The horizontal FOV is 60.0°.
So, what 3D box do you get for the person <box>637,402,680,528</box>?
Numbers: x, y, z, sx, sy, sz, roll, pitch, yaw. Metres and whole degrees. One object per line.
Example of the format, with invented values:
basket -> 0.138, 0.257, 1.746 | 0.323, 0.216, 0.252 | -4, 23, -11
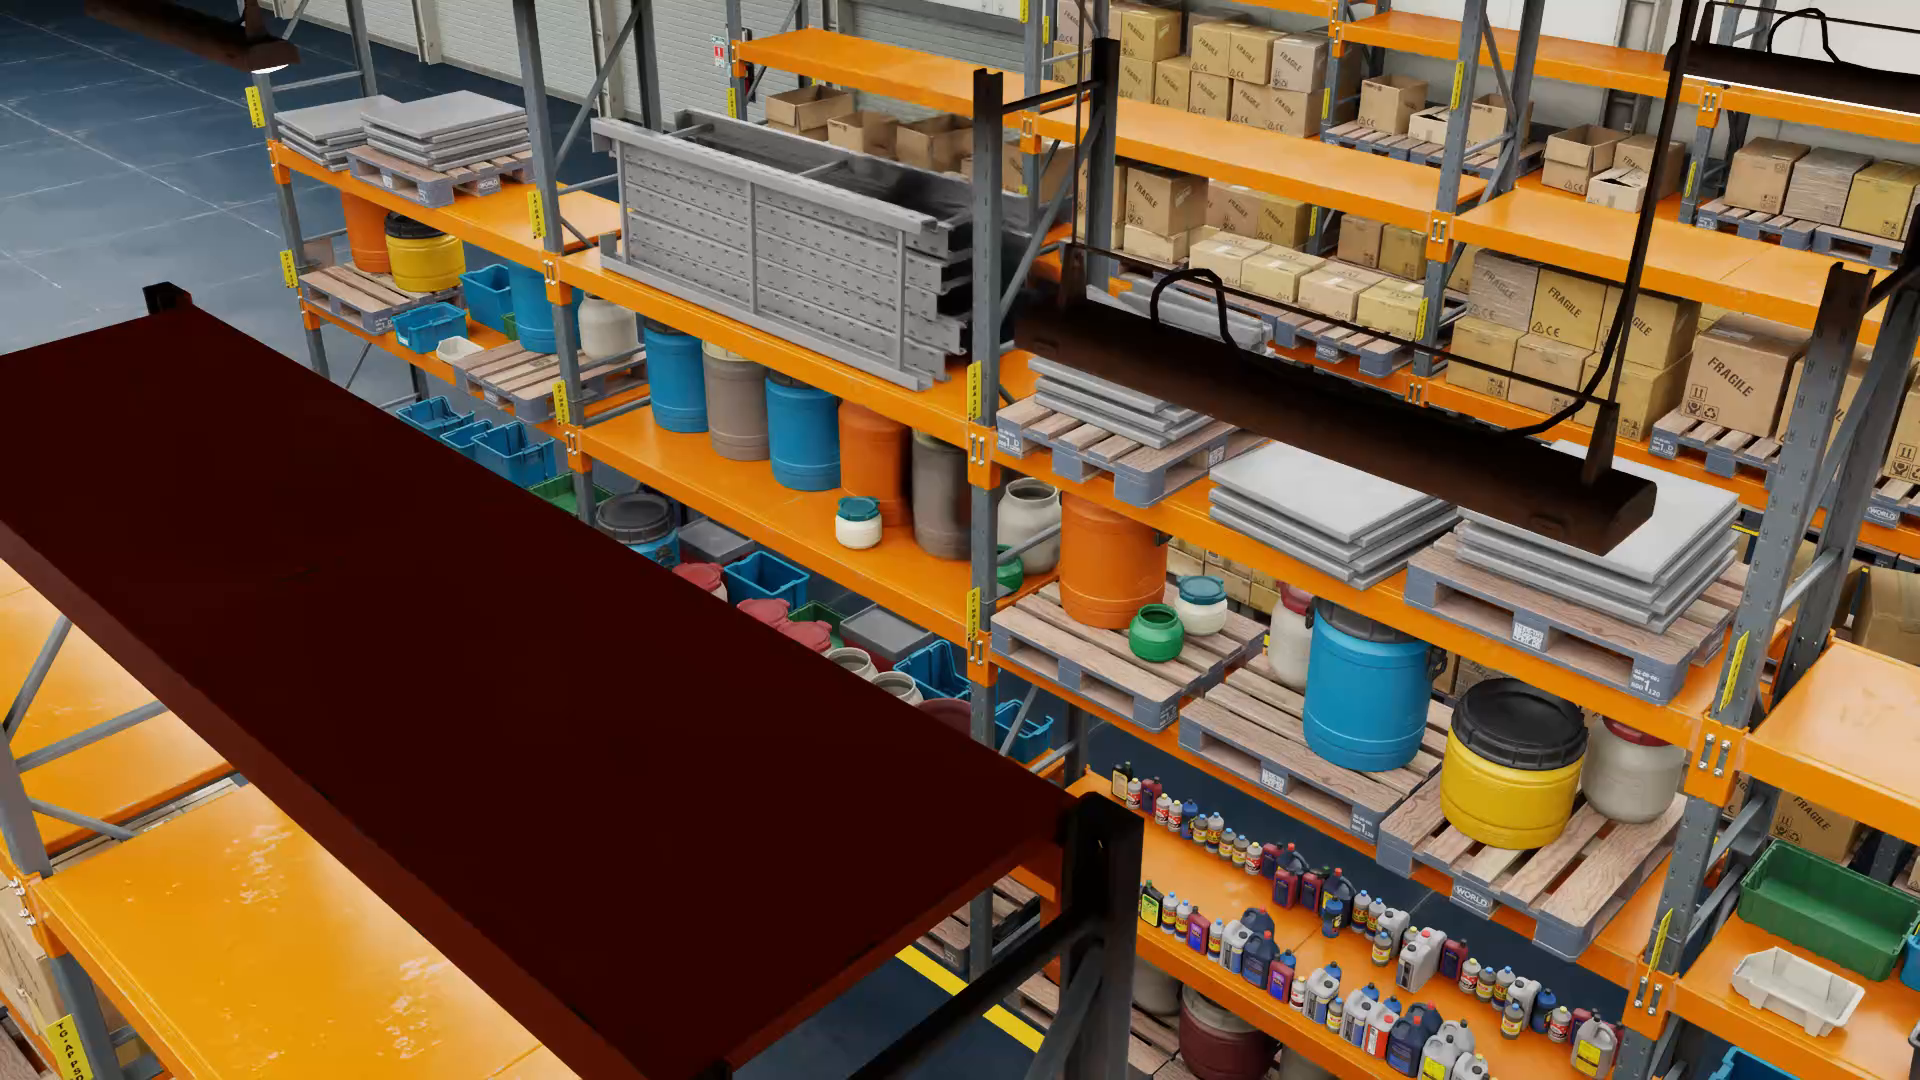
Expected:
person -> -2.901, -0.637, 15.739 | 0.754, 1.719, 0.574 | 20, 35, 32
